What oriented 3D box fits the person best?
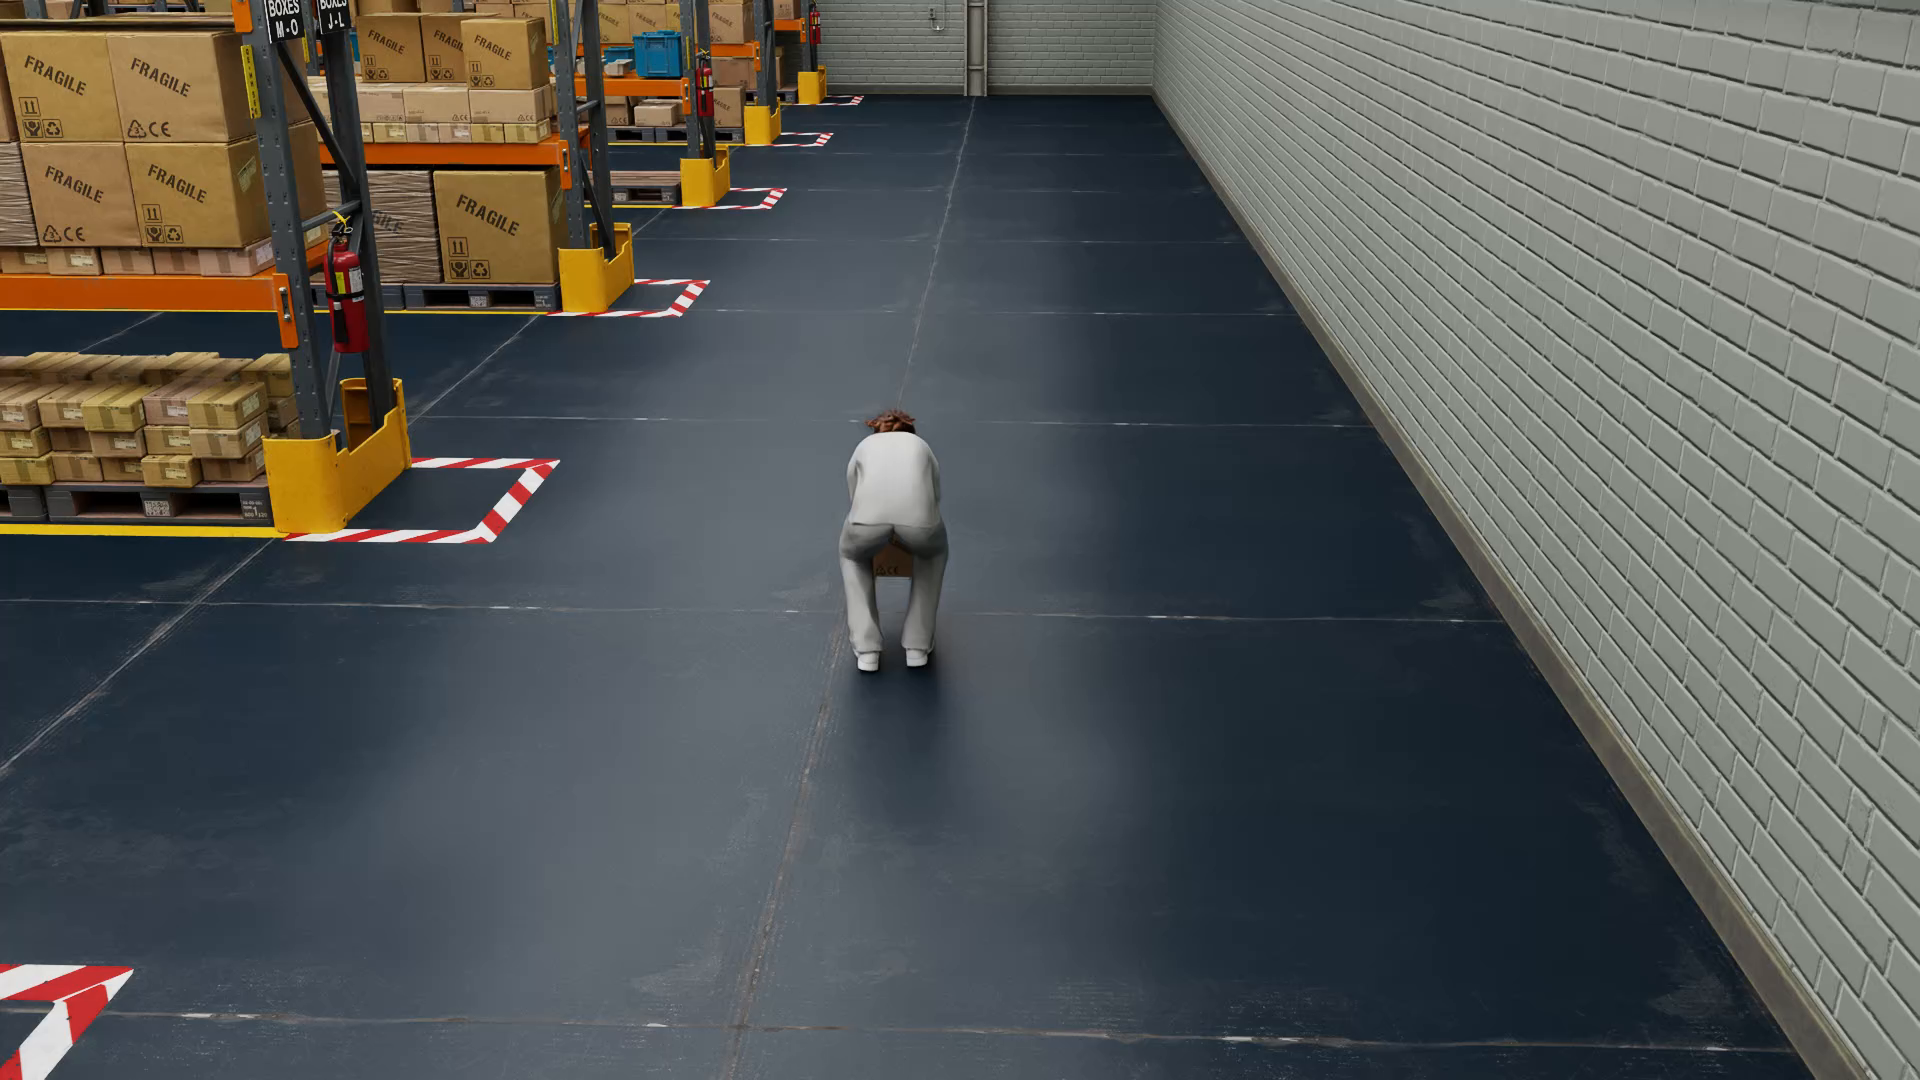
[{"bbox_3d":[-0.282,-0.002,7.074,0.466,0.972,0.866,0,21,-1],"label":"person"}]
